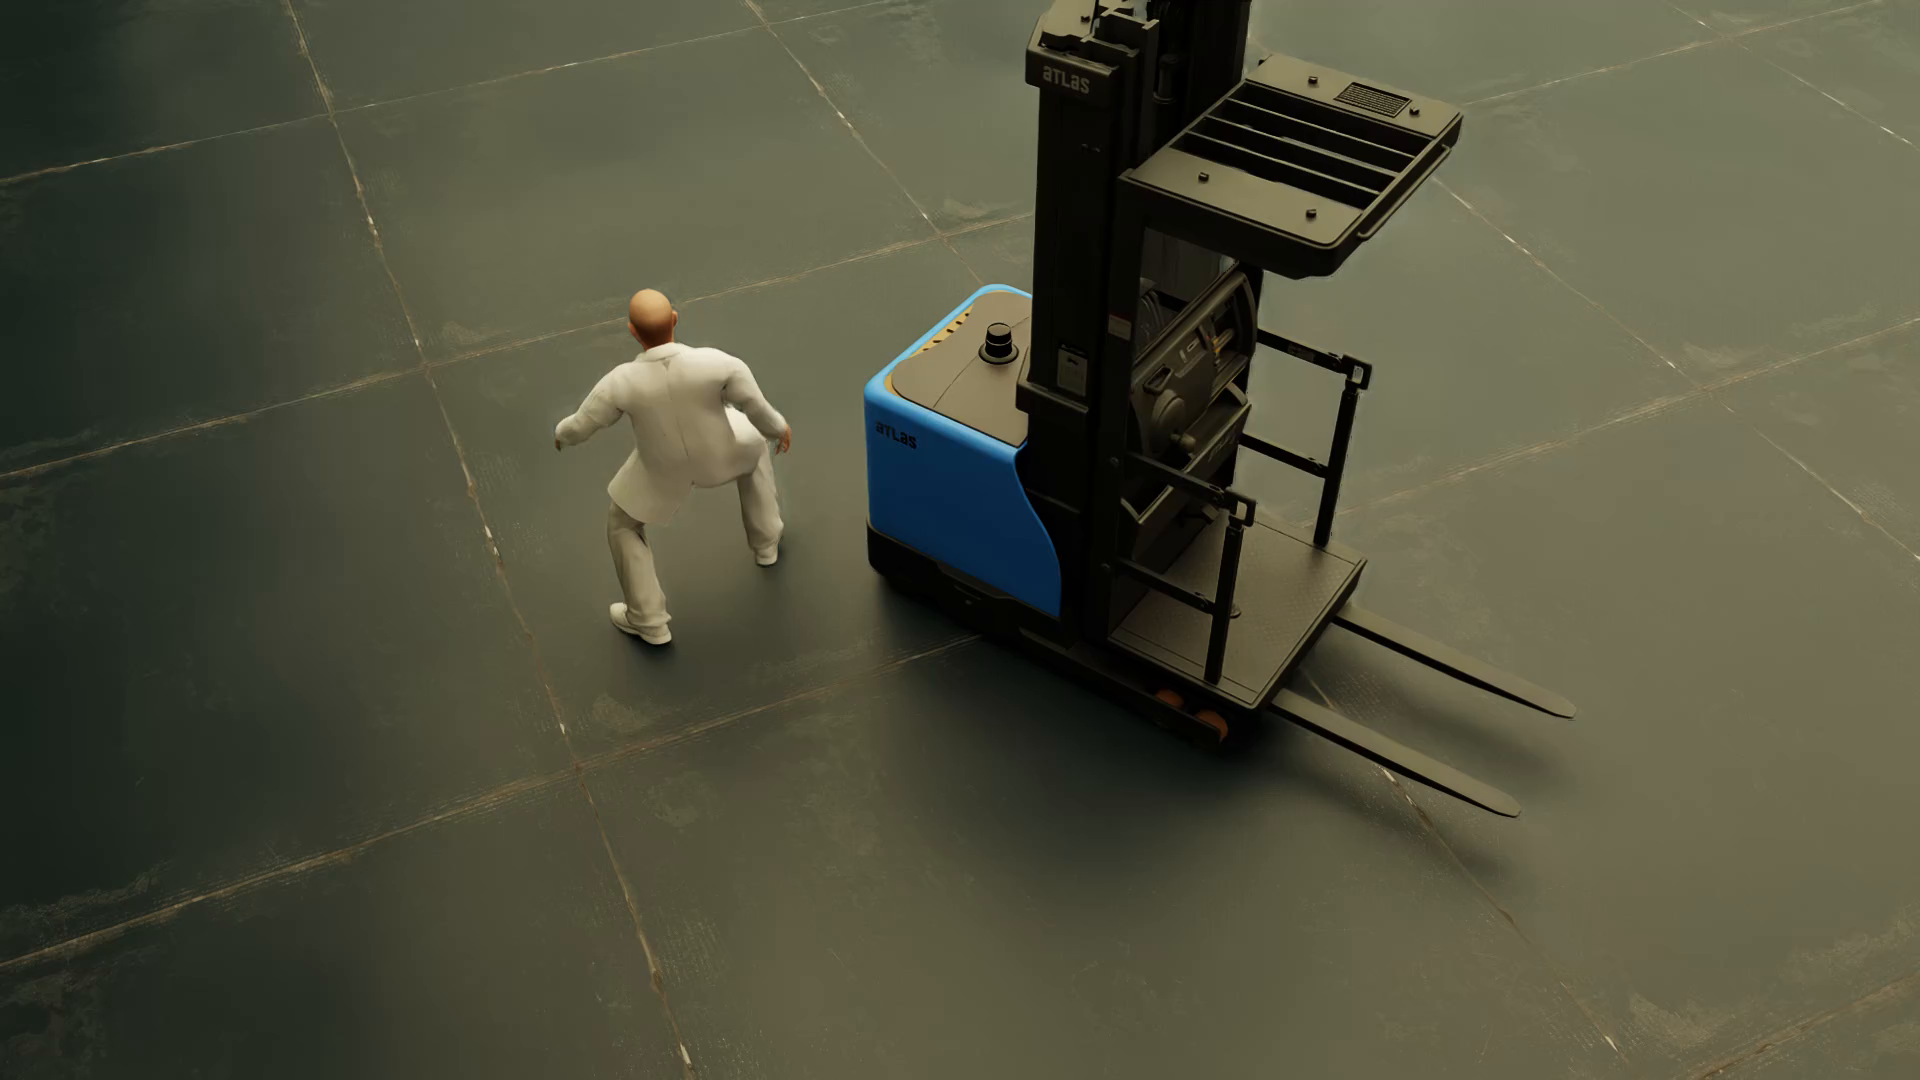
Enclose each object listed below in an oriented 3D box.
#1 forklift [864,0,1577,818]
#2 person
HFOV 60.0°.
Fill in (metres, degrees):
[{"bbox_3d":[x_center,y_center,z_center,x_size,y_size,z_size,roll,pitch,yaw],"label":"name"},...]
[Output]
[{"bbox_3d":[1.079,-0.624,6.348,3.031,2.935,1.130,25,49,25],"label":"forklift"},{"bbox_3d":[-1.206,-0.372,7.054,1.003,1.645,0.714,-8,44,-9],"label":"person"}]
